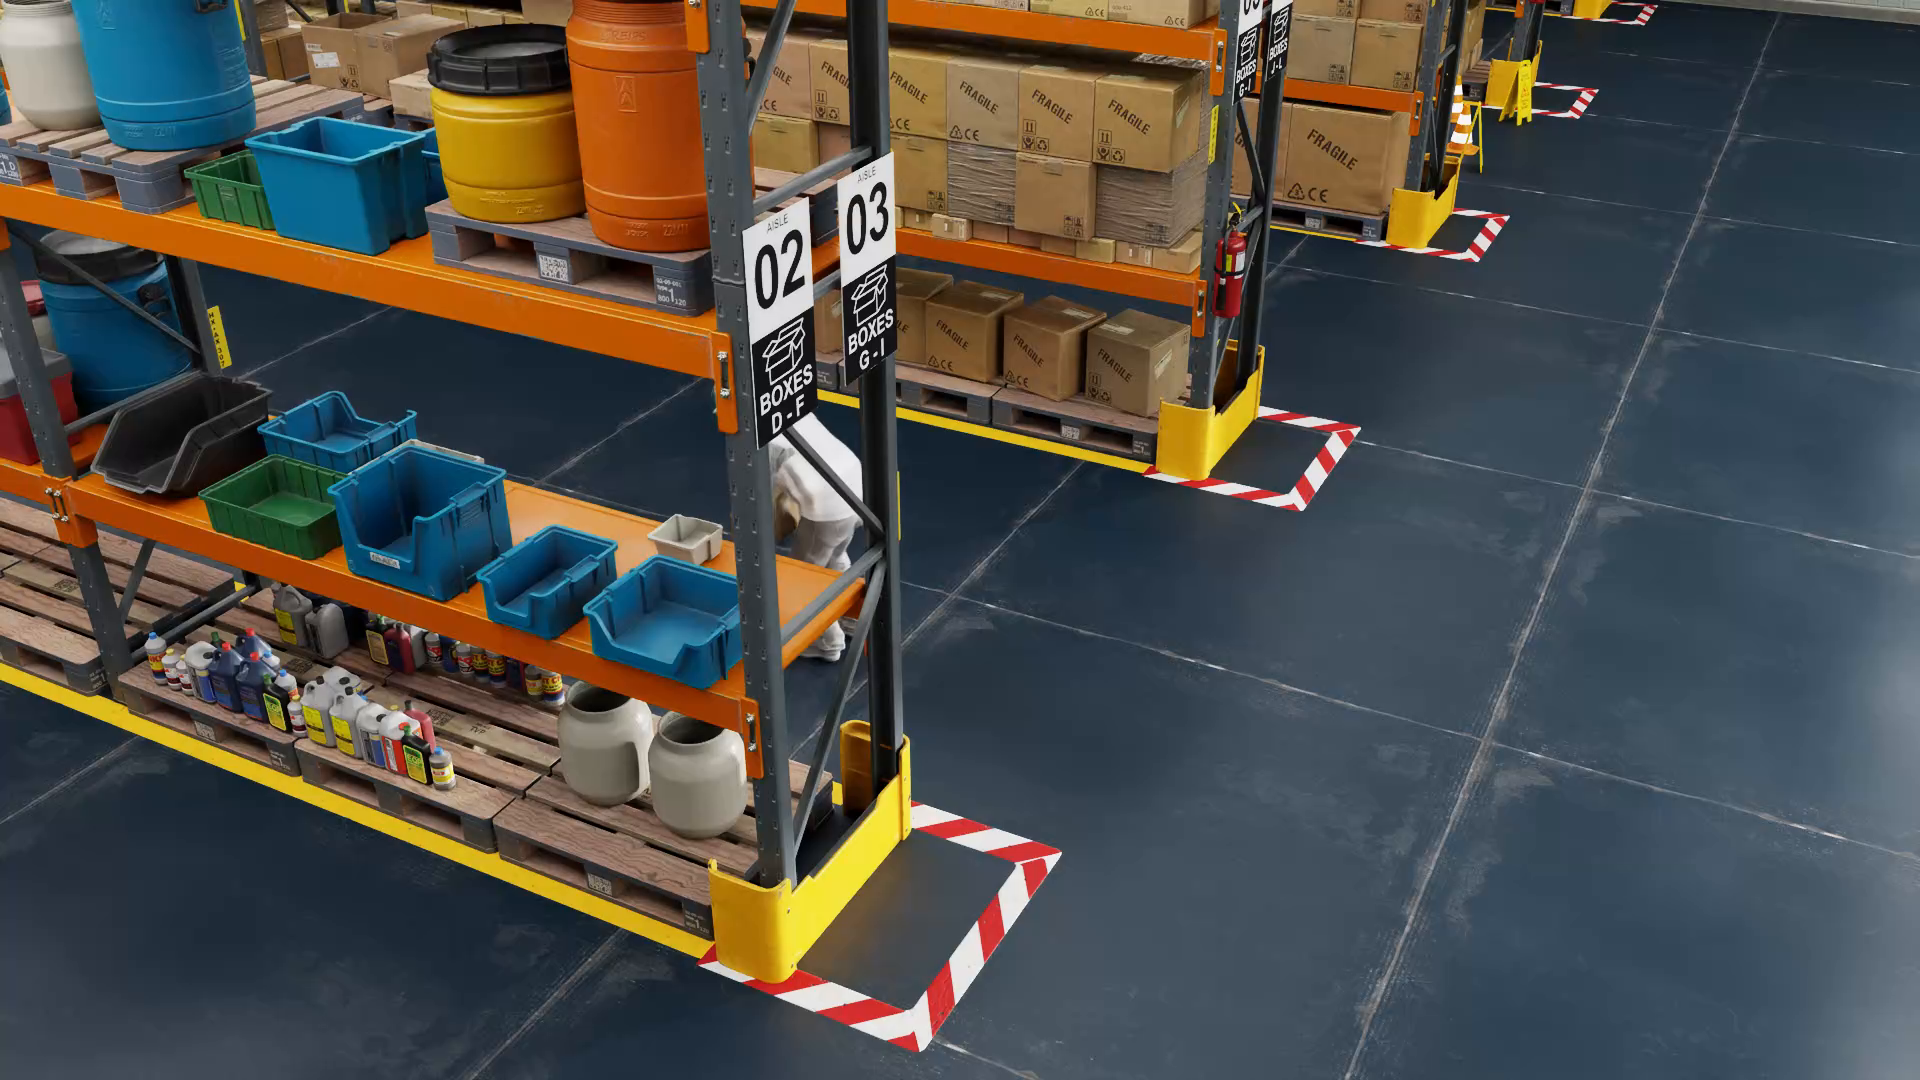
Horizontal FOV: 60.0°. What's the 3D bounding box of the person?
[{"bbox_3d":[-0.861,-0.155,8.736,0.803,1.579,0.473,14,33,22],"label":"person"}]
